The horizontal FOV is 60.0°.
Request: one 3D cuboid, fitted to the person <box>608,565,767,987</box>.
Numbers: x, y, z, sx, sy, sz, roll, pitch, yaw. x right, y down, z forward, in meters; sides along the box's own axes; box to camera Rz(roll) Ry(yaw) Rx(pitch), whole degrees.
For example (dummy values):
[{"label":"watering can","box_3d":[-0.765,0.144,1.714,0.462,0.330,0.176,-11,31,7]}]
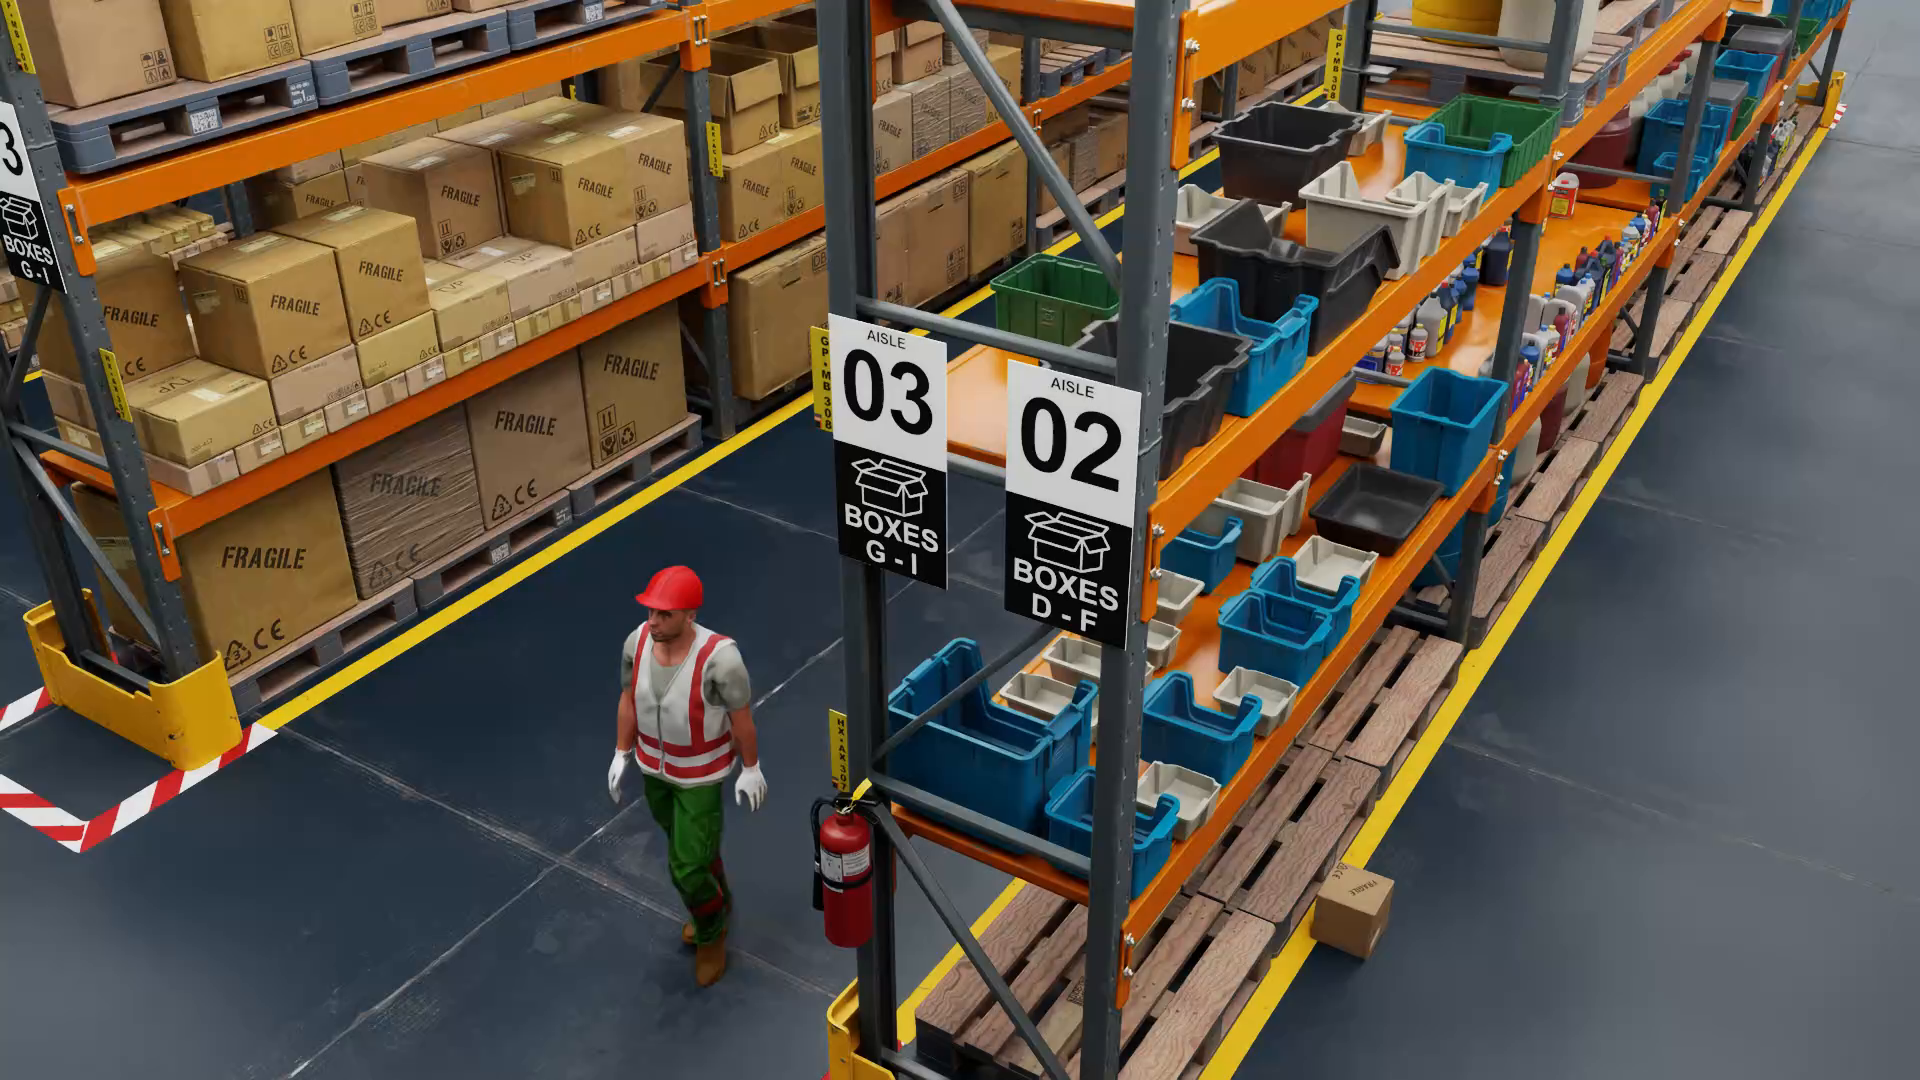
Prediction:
[{"label":"person","box_3d":[-1.094,0.938,6.550,0.598,1.834,0.504,15,33,24]}]
